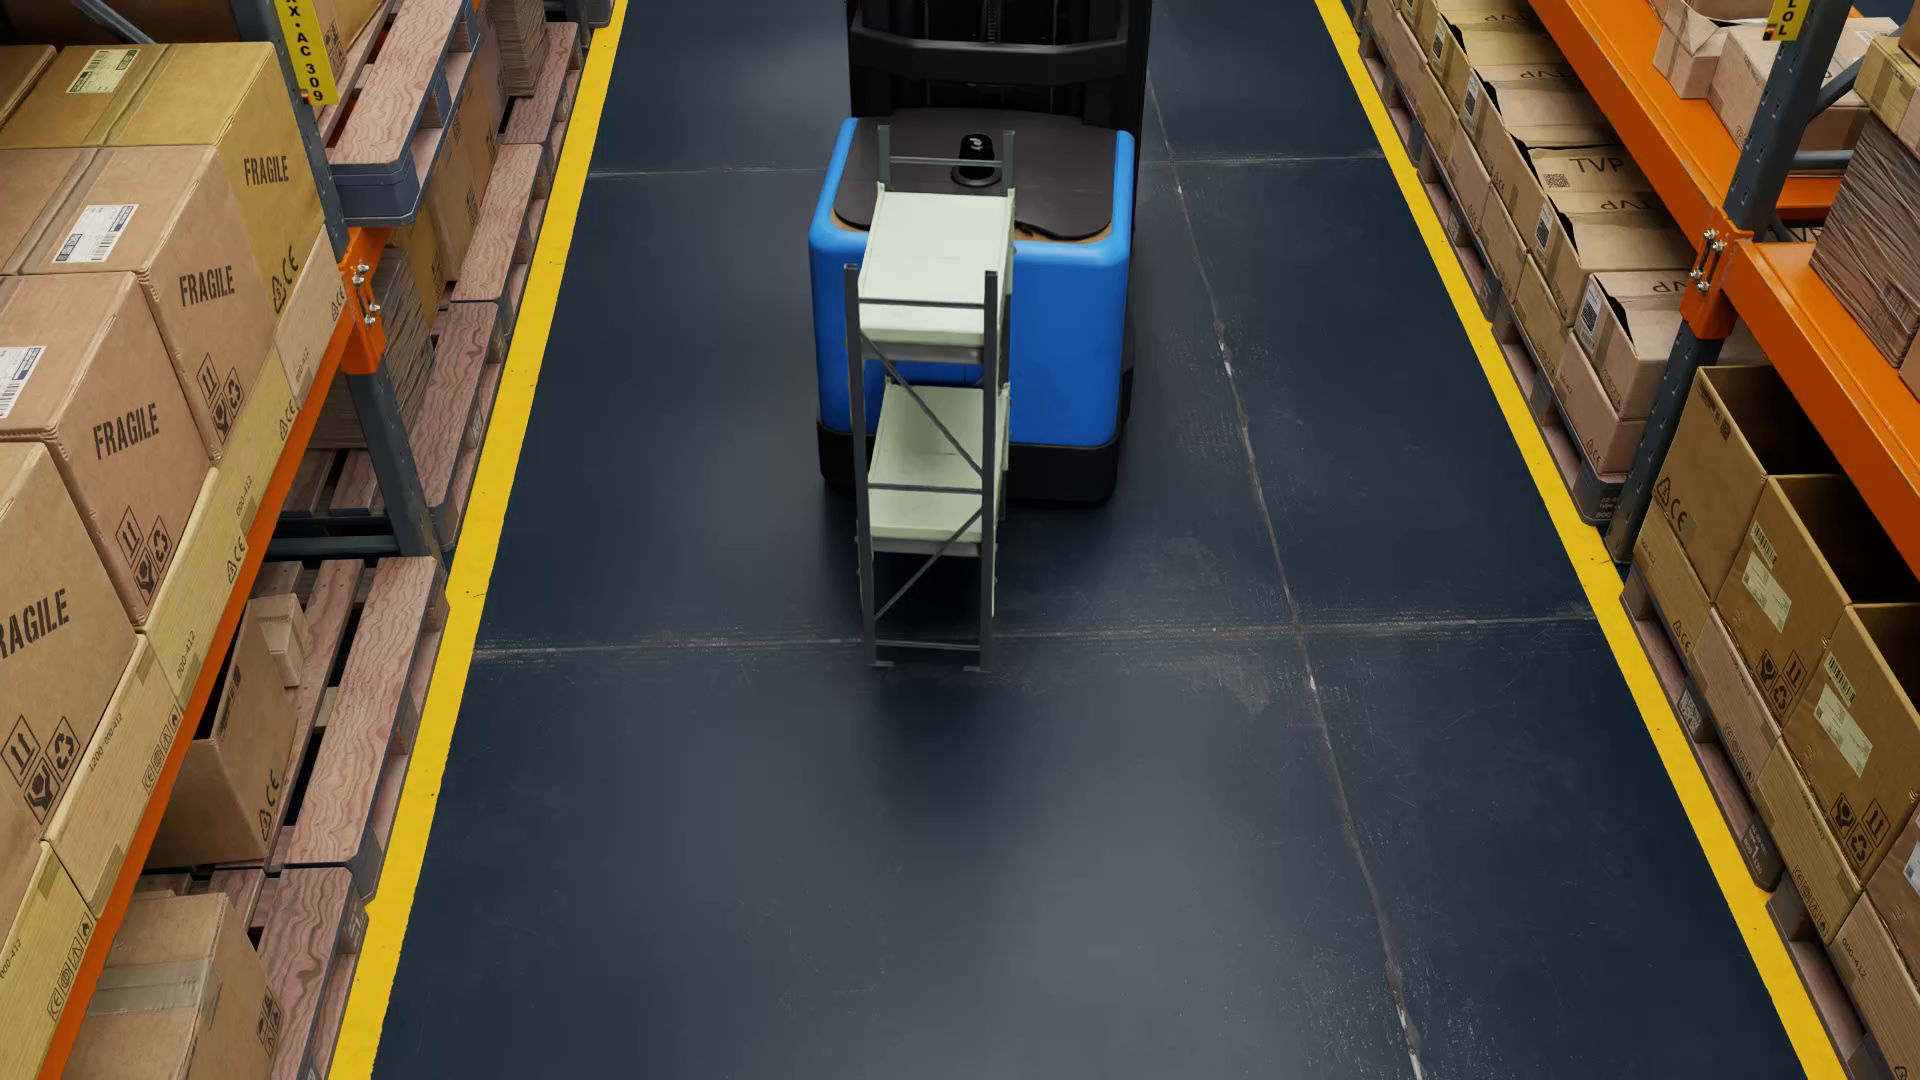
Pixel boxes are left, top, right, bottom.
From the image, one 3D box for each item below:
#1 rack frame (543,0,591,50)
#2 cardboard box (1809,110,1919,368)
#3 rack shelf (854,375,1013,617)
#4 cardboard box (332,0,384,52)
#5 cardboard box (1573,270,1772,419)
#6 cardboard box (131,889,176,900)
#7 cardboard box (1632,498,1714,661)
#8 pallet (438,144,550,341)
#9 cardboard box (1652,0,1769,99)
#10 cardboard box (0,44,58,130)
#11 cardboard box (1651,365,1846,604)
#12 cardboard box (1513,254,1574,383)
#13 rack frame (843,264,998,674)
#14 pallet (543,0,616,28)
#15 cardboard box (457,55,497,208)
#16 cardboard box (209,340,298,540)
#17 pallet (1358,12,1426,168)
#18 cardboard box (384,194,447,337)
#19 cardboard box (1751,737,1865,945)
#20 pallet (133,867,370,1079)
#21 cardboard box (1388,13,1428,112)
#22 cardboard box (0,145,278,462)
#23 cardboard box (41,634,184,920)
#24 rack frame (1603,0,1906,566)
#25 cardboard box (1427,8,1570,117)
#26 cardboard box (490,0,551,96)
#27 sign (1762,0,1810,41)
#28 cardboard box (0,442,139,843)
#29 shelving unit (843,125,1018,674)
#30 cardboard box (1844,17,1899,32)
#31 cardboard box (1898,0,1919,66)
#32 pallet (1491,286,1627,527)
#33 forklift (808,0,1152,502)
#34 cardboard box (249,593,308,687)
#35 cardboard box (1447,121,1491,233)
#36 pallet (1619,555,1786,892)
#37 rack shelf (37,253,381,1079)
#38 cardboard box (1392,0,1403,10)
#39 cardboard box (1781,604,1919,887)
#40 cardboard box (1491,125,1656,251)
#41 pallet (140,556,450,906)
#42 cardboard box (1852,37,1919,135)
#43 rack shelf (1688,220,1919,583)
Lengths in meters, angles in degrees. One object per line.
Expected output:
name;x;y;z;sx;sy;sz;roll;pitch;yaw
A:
rack frame;-2.396;-3.629;7.490;1.000;3.000;0.127;-2;43;-2
cardboard box;2.748;-0.811;4.341;0.700;0.500;0.500;-3;43;-3
rack shelf;-0.071;-0.151;5.288;0.431;0.370;0.720;3;43;4
cardboard box;-2.231;-1.850;5.149;0.700;0.500;0.500;2;43;3
cardboard box;2.419;-0.687;5.589;0.500;0.311;0.500;-2;43;-2
cardboard box;-2.179;1.040;4.180;0.380;0.149;0.250;-5;43;-5
cardboard box;2.439;0.107;5.138;0.500;0.250;0.500;-2;43;-2
pallet;-2.316;-1.252;6.960;1.003;0.211;1.213;-2;43;-2
cardboard box;2.502;-1.612;5.389;0.396;0.266;0.258;-3;43;-3
cardboard box;-2.415;-0.834;3.982;0.500;0.500;0.500;-3;43;-3
cardboard box;2.429;-0.169;4.884;0.500;0.500;0.500;-2;43;-2
cardboard box;2.396;-0.828;6.158;0.500;0.250;0.500;-2;43;-2
rack frame;-0.102;-0.145;4.799;0.400;1.500;0.023;3;43;4
pallet;-2.355;-3.136;9.015;1.003;0.211;1.213;-2;43;-2
cardboard box;-2.359;-1.700;6.909;0.700;0.500;0.500;-2;43;-2
cardboard box;-1.891;-0.233;3.881;0.500;0.250;0.500;-1;43;-2
pallet;2.549;-2.189;7.982;1.003;0.211;1.213;-2;43;-2
cardboard box;-2.347;-1.014;6.160;0.700;0.500;0.500;-2;43;-3
cardboard box;2.472;0.782;4.401;0.500;0.250;0.500;-2;43;-2
pallet;-2.108;1.377;4.092;1.003;0.211;1.213;-2;43;-2
cardboard box;2.304;-2.214;7.670;0.500;0.250;0.500;-3;43;-3
cardboard box;-1.871;-0.511;3.628;0.500;0.500;0.500;-2;43;-2
cardboard box;-1.831;0.445;3.141;0.500;0.250;0.500;-1;43;-1
rack frame;2.723;-1.074;4.702;1.000;3.000;0.127;-2;43;-2
cardboard box;2.332;-2.061;7.088;0.500;0.311;0.500;-3;43;-3
cardboard box;-2.314;-2.386;7.657;0.700;0.500;0.500;-1;43;-1
sign;2.181;-1.449;4.313;0.100;0.325;0.005;-2;43;-2
cardboard box;-1.837;0.181;2.874;0.500;0.500;0.500;0;43;0
shelving unit;-0.071;-0.392;5.067;0.431;1.500;0.755;3;43;4
cardboard box;2.889;-1.585;5.445;0.380;0.149;0.250;-2;43;-2
cardboard box;2.748;-1.289;3.903;0.700;0.500;0.500;-1;43;-2
pallet;2.652;-0.542;6.185;1.003;0.211;1.213;-2;43;-2
forklift;0.162;-2.204;5.986;1.130;2.935;3.031;4;43;4
cardboard box;-2.174;0.314;4.959;0.380;0.166;0.250;-7;43;-7
cardboard box;2.353;-1.517;6.909;0.500;0.250;0.500;-1;43;-1
pallet;2.714;0.492;5.057;1.003;0.211;1.213;-2;43;-2
rack shelf;-2.142;0.686;3.314;1.077;0.370;4.000;-2;43;-2
cardboard box;2.281;-2.760;7.850;0.500;0.311;0.500;0;43;0
cardboard box;2.472;0.506;4.147;0.500;0.500;0.500;-2;43;-2
cardboard box;2.372;-1.375;6.339;0.500;0.311;0.500;-2;43;-2
pallet;-2.163;0.551;4.992;1.003;0.211;1.213;-2;43;-2
cardboard box;2.540;-1.163;4.245;0.380;0.149;0.250;-2;43;-2
rack shelf;2.807;0.542;3.472;1.077;0.370;4.000;-2;43;-2
